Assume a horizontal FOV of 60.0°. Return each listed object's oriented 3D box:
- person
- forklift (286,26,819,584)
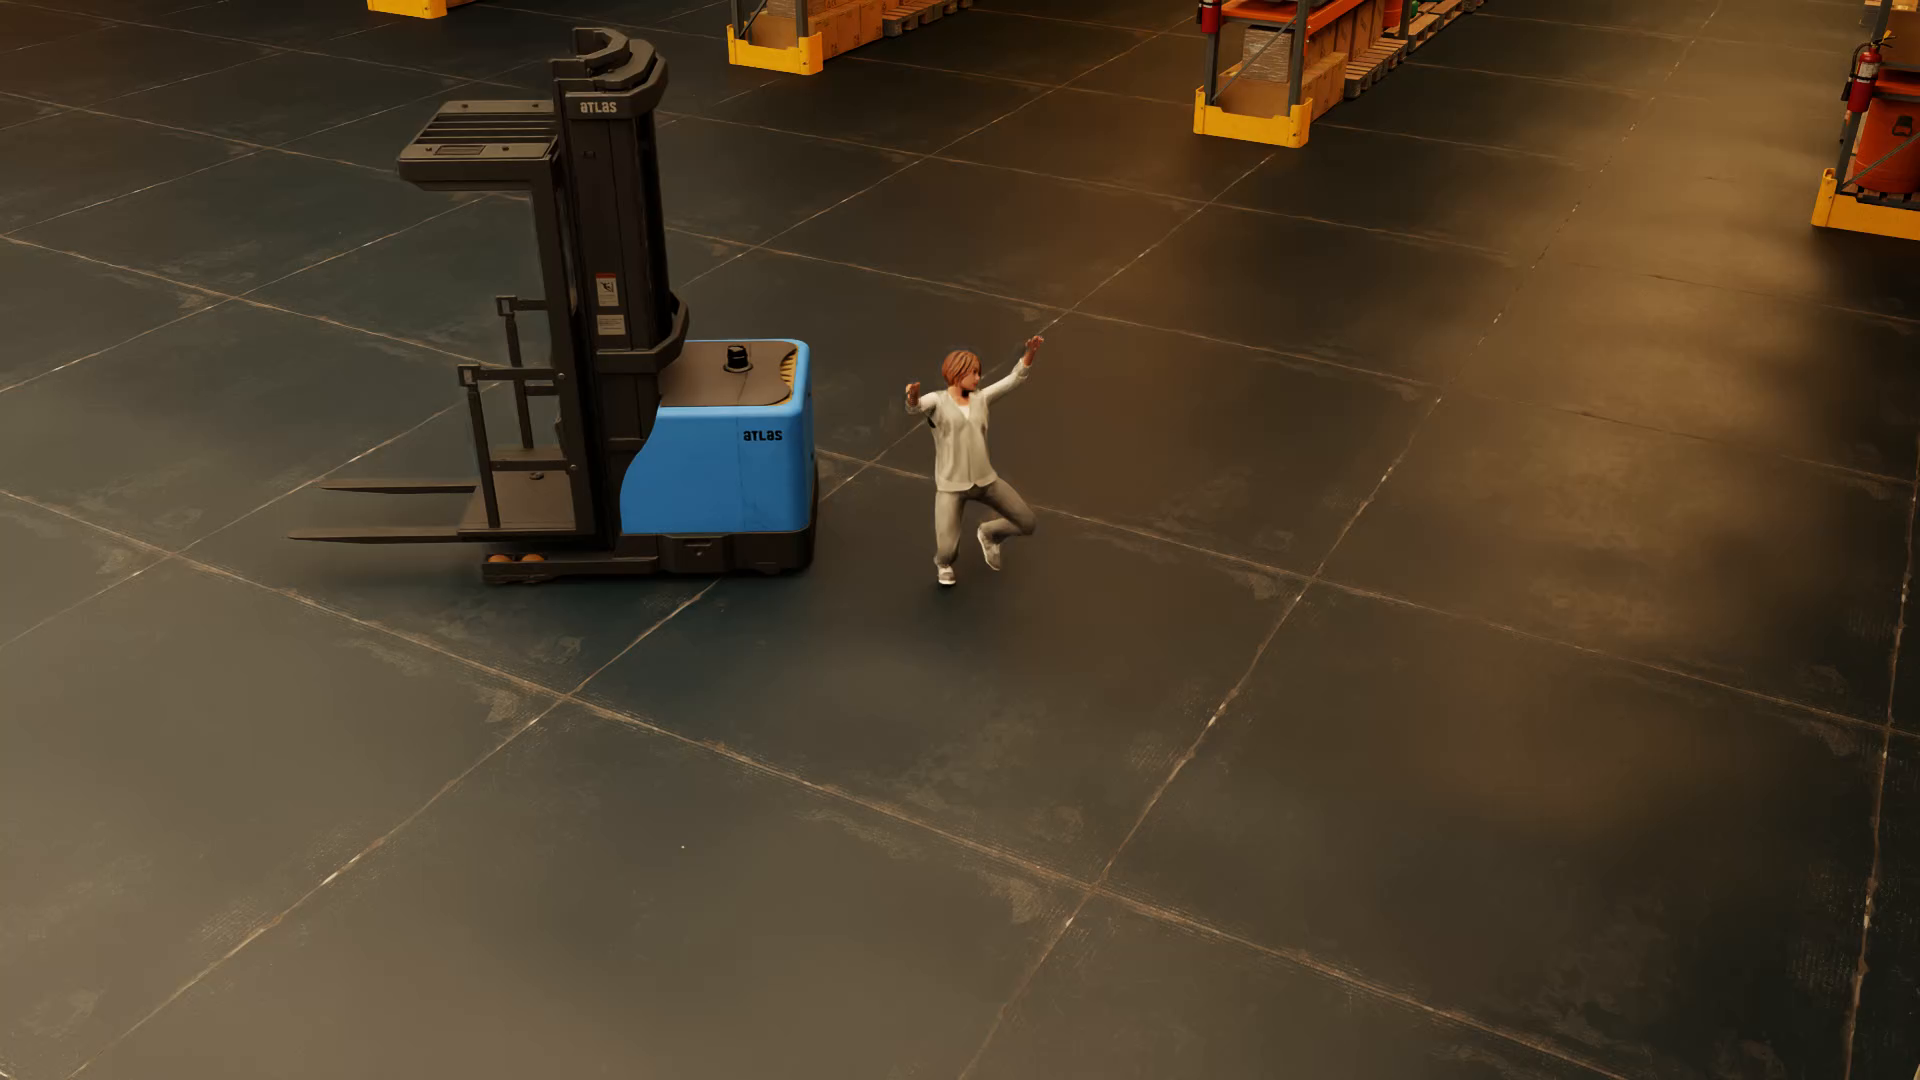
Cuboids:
[{"bbox_3d":[-0.003,-0.433,9.227,0.844,1.506,0.632,-13,32,-21],"label":"person"},{"bbox_3d":[-2.384,-1.284,9.296,3.031,2.935,1.130,-1,30,-2],"label":"forklift"}]
